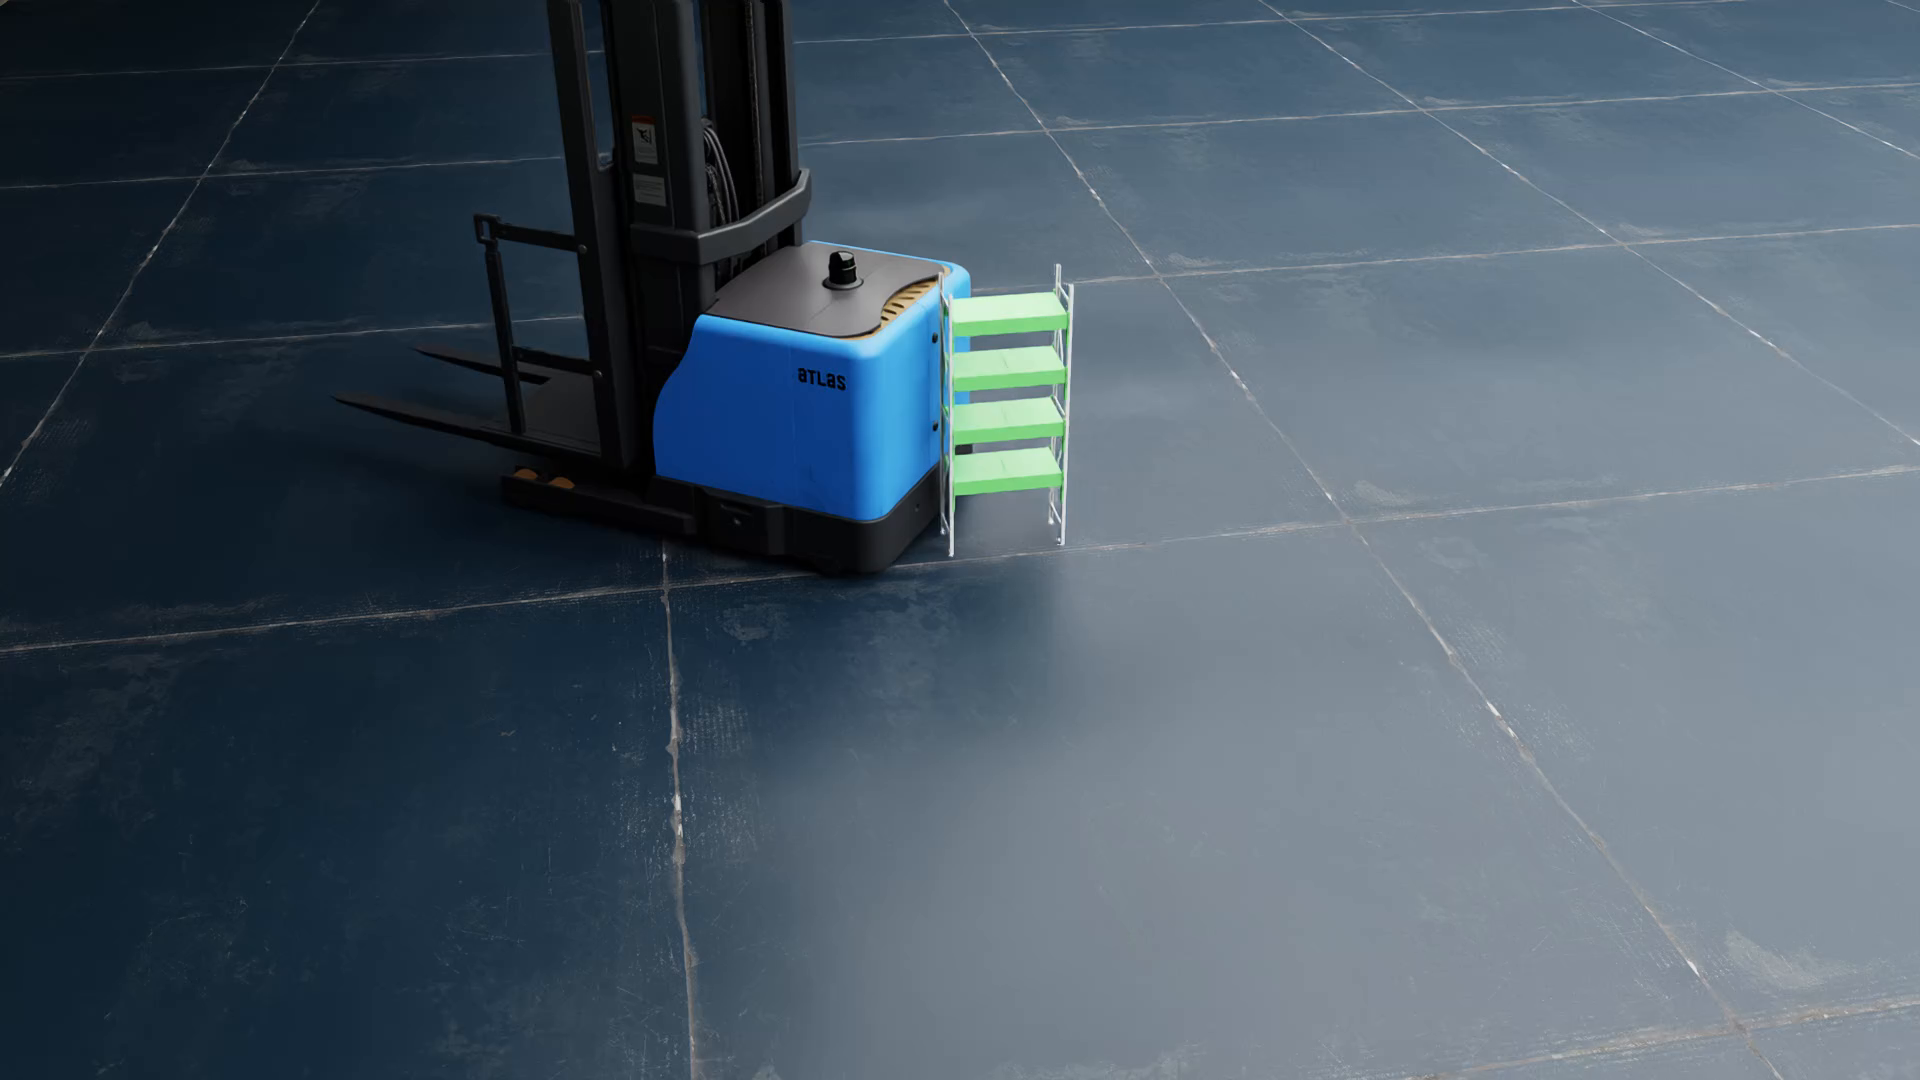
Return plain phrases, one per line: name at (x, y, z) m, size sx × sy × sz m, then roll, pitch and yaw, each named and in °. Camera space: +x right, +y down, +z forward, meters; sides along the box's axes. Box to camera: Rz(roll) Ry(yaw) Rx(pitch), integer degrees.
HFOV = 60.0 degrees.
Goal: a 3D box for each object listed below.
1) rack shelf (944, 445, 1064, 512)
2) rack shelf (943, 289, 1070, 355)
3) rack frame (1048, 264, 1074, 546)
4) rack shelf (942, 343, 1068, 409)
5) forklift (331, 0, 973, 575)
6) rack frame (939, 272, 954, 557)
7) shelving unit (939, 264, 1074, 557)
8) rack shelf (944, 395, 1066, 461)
rack shelf at (0.182, -0.266, 7.119) m, size 0.480 × 0.148 × 0.258 m, roll -5°, pitch 31°, yaw -9°
rack shelf at (0.182, -0.887, 6.754) m, size 0.480 × 0.148 × 0.258 m, roll -5°, pitch 31°, yaw -9°
rack frame at (0.422, -0.551, 7.003) m, size 0.015 × 1.200 × 0.240 m, roll -5°, pitch 31°, yaw -9°
rack shelf at (0.182, -0.680, 6.875) m, size 0.480 × 0.148 × 0.258 m, roll -5°, pitch 31°, yaw -9°
forklift at (-1.504, -1.604, 7.086) m, size 3.031 × 2.935 × 1.130 m, roll 13°, pitch 33°, yaw 21°
rack frame at (-0.057, -0.505, 6.926) m, size 0.015 × 1.200 × 0.240 m, roll -5°, pitch 31°, yaw -9°
shelving unit at (0.182, -0.528, 6.965) m, size 0.503 × 1.200 × 0.258 m, roll -5°, pitch 31°, yaw -9°
rack shelf at (0.182, -0.473, 6.997) m, size 0.480 × 0.148 × 0.258 m, roll -5°, pitch 31°, yaw -9°
